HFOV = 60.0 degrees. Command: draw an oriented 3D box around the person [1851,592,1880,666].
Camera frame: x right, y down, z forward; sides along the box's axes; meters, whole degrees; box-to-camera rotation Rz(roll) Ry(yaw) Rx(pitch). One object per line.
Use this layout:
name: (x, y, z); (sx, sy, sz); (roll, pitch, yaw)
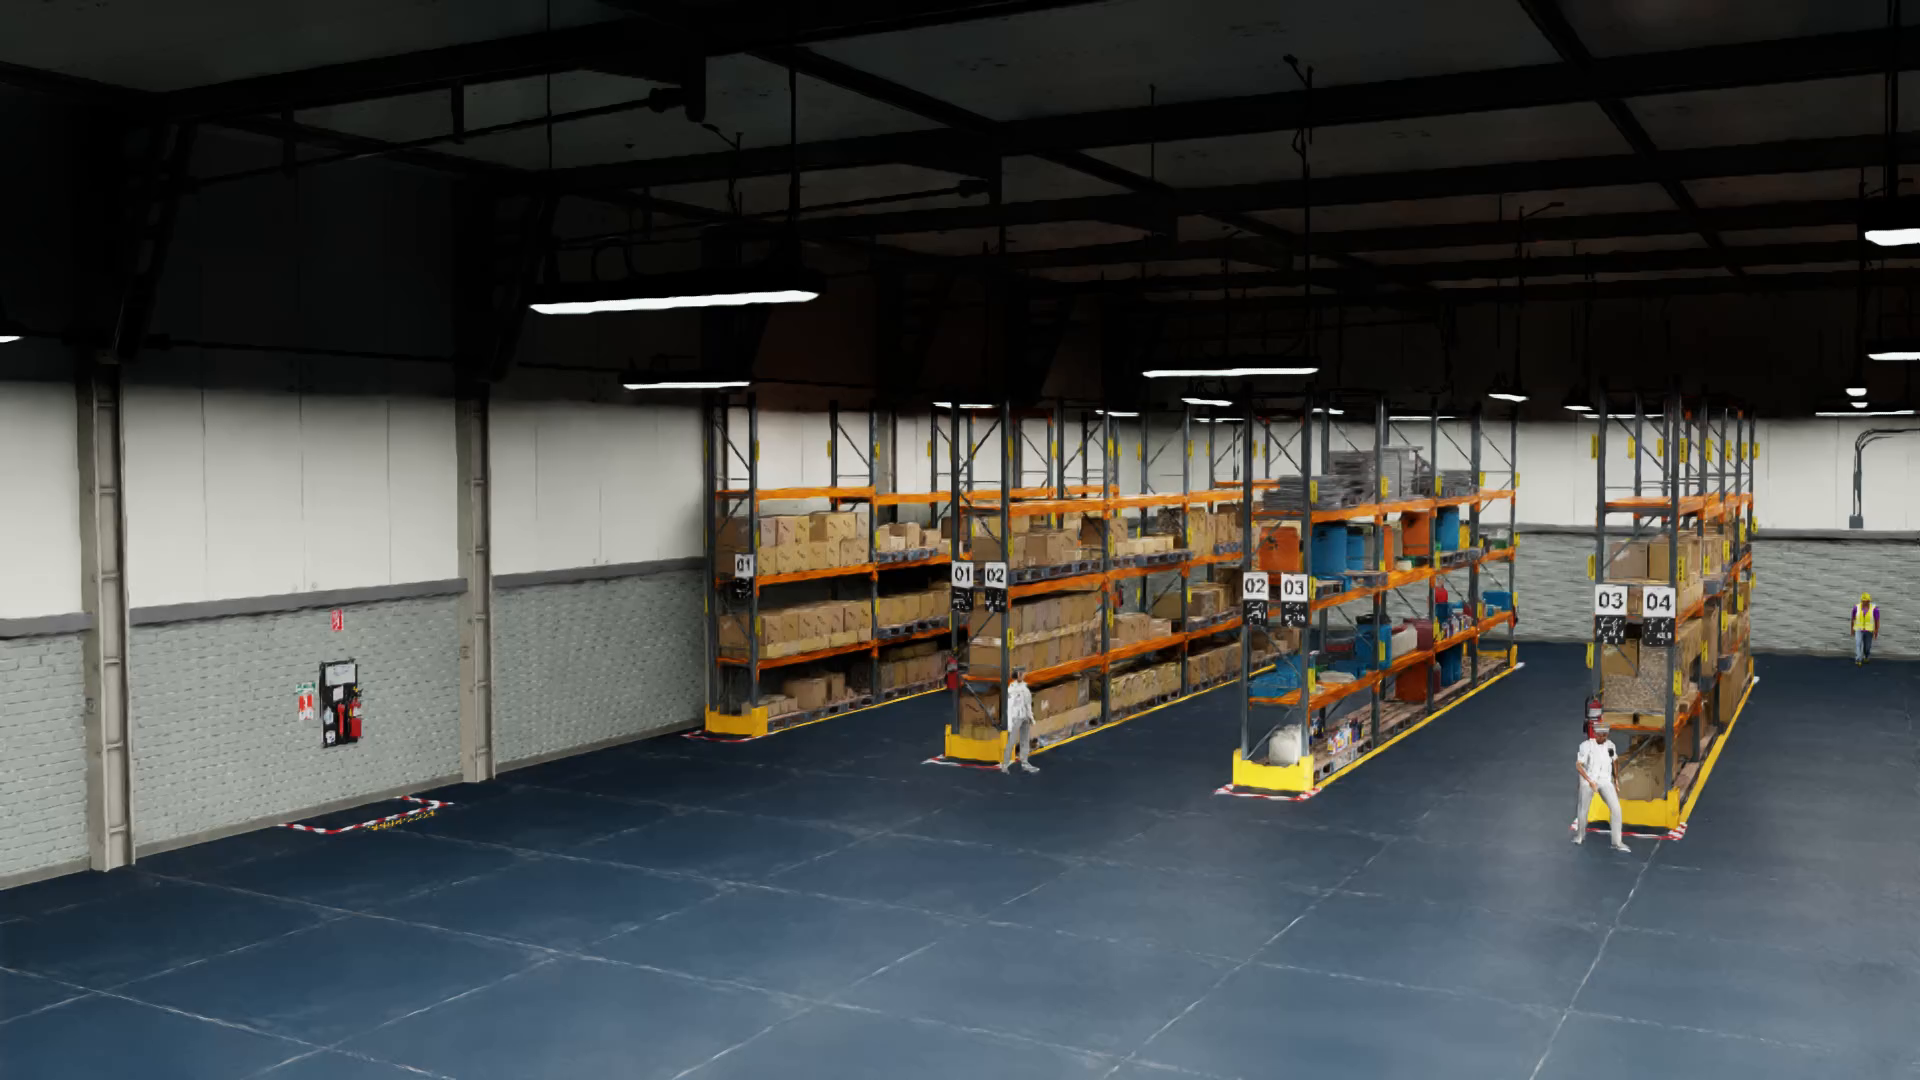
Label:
person: (21.045, 2.059, 38.657); (0.575, 1.689, 1.128); (2, 3, 26)

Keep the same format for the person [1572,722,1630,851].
person: (8.034, 3.062, 20.893); (0.616, 1.618, 0.750); (0, 3, 8)

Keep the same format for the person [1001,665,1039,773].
person: (0.901, 2.768, 25.779); (0.445, 1.677, 0.599); (2, 4, 37)

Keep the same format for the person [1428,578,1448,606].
person: (12.182, 1.837, 42.786); (0.737, 1.721, 0.528); (-1, 3, -15)
